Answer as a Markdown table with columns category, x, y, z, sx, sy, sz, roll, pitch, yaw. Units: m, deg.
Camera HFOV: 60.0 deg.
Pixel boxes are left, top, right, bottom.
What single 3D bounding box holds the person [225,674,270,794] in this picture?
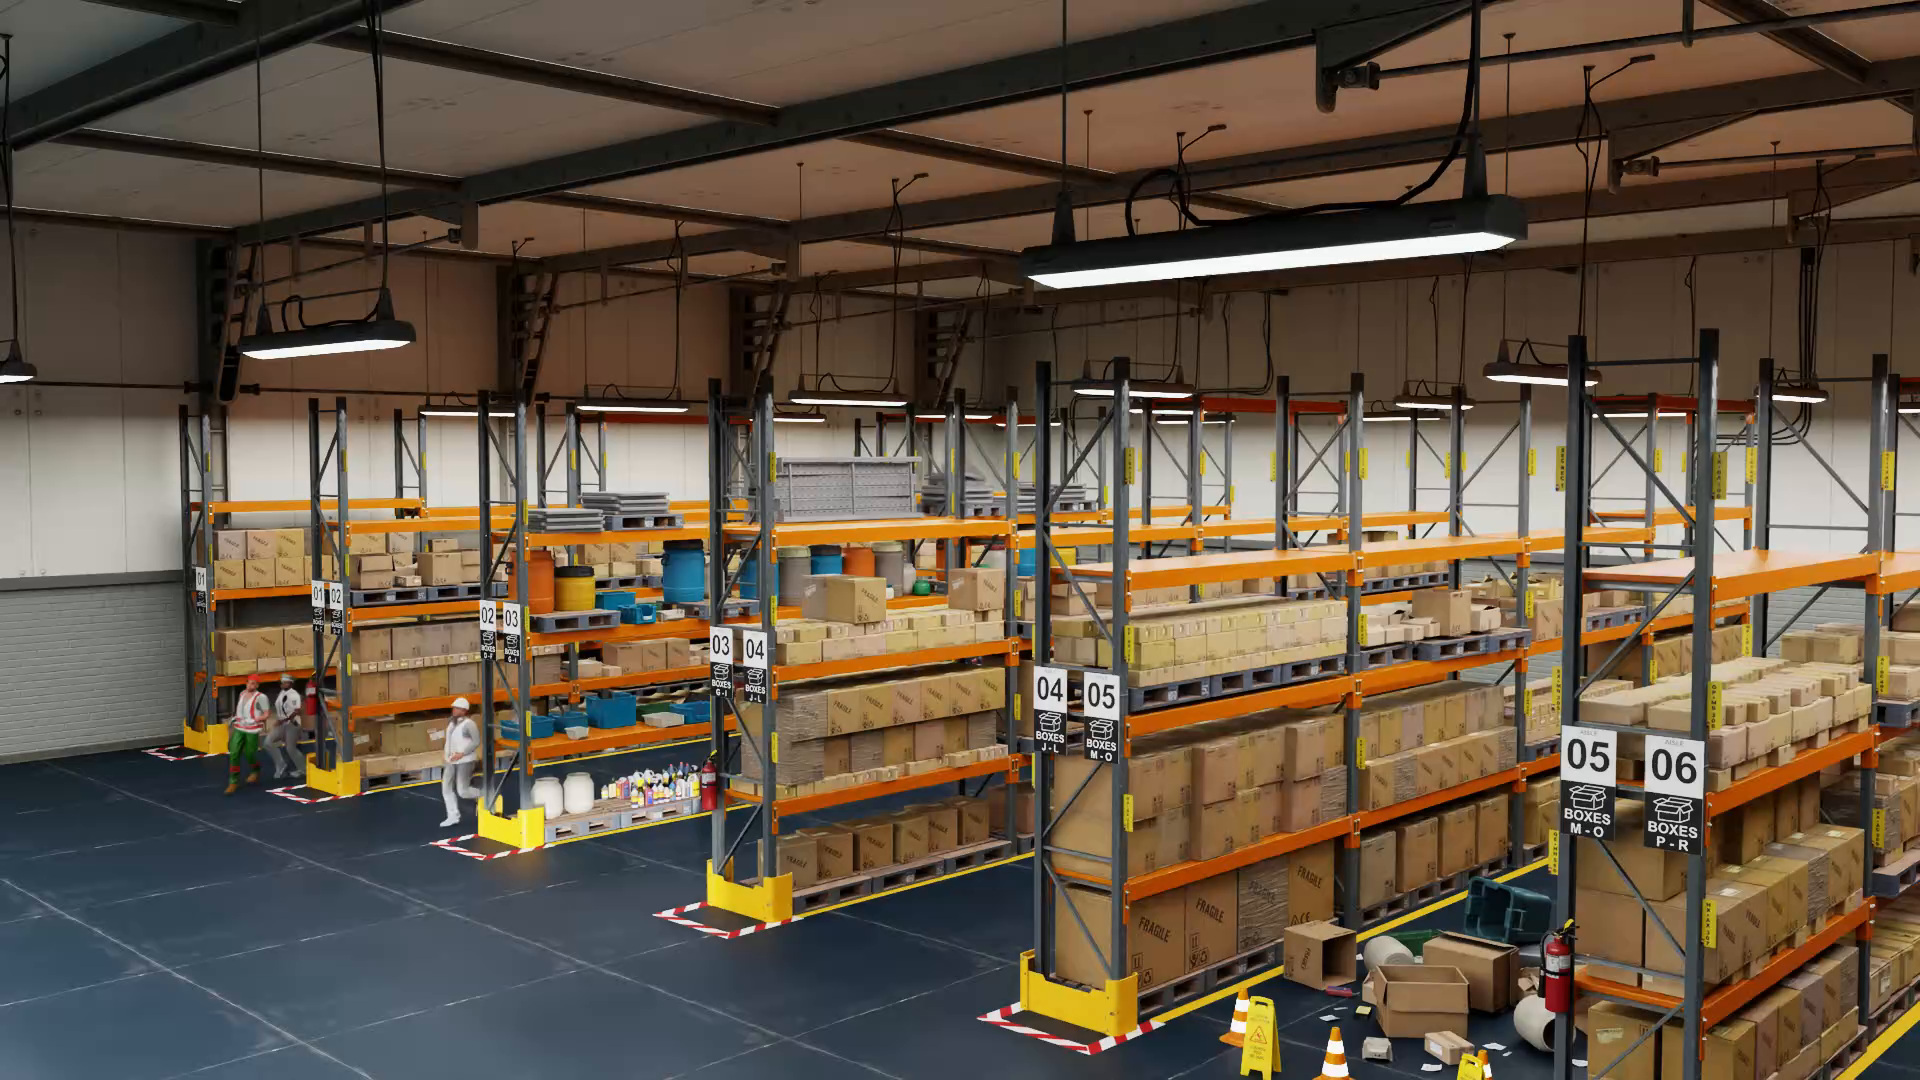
| category | x | y | z | sx | sy | sz | roll | pitch | yaw |
| --- | --- | --- | --- | --- | --- | --- | --- | --- | --- |
| person | -10.875 | 2.935 | 25.496 | 0.688 | 1.787 | 0.863 | 0 | 3 | 8 |

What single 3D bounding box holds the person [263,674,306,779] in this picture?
| category | x | y | z | sx | sy | sz | roll | pitch | yaw |
| --- | --- | --- | --- | --- | --- | --- | --- | --- | --- |
| person | -10.677 | 2.945 | 26.362 | 0.589 | 1.687 | 0.630 | 2 | 4 | 37 |

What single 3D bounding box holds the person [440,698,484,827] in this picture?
| category | x | y | z | sx | sy | sz | roll | pitch | yaw |
| --- | --- | --- | --- | --- | --- | --- | --- | --- | --- |
| person | -6.930 | 3.069 | 23.182 | 0.673 | 1.752 | 0.789 | 2 | 4 | 33 |
